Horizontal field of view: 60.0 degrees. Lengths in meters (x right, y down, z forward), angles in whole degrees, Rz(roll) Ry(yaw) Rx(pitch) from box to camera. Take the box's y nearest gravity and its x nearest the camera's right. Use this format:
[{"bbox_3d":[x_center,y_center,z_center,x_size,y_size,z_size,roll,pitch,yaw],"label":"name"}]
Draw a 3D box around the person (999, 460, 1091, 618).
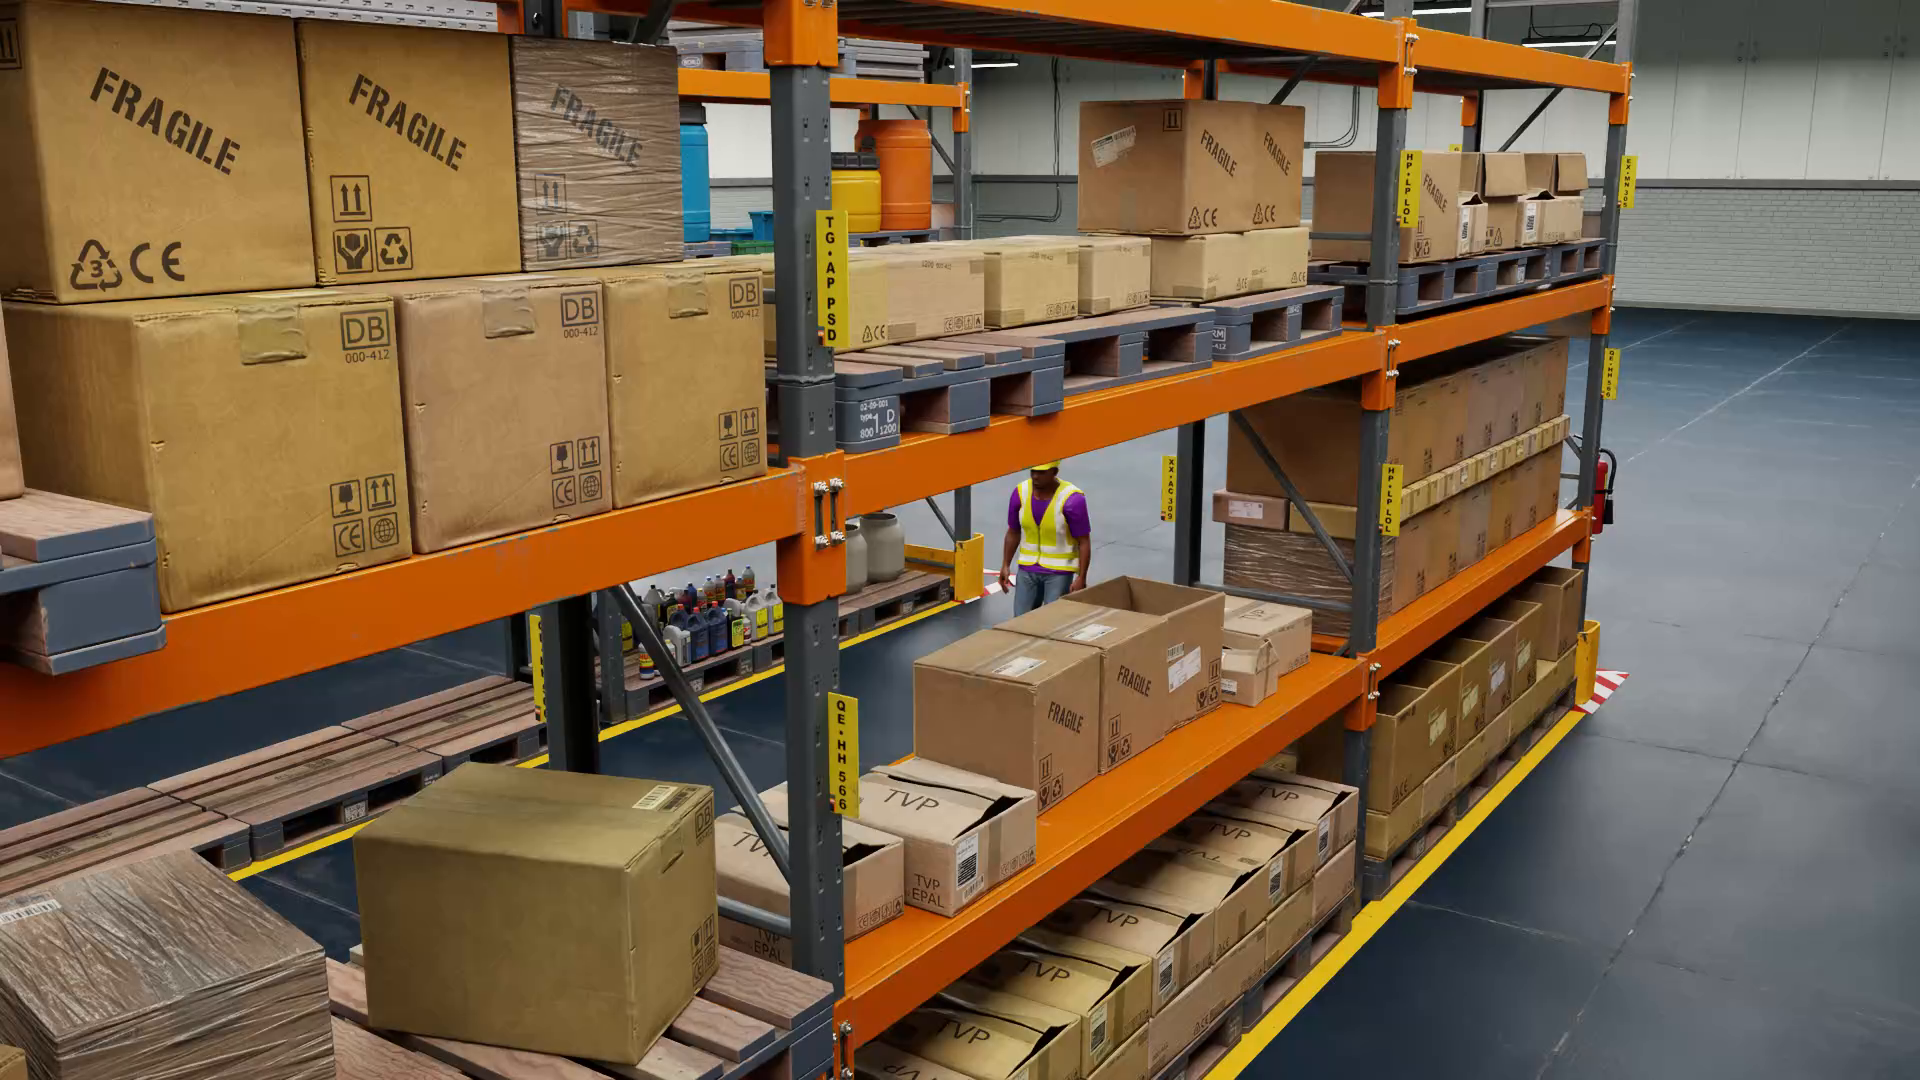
[{"bbox_3d":[0.556,0.220,10.984,0.637,1.757,0.455,8,15,31],"label":"person"}]
